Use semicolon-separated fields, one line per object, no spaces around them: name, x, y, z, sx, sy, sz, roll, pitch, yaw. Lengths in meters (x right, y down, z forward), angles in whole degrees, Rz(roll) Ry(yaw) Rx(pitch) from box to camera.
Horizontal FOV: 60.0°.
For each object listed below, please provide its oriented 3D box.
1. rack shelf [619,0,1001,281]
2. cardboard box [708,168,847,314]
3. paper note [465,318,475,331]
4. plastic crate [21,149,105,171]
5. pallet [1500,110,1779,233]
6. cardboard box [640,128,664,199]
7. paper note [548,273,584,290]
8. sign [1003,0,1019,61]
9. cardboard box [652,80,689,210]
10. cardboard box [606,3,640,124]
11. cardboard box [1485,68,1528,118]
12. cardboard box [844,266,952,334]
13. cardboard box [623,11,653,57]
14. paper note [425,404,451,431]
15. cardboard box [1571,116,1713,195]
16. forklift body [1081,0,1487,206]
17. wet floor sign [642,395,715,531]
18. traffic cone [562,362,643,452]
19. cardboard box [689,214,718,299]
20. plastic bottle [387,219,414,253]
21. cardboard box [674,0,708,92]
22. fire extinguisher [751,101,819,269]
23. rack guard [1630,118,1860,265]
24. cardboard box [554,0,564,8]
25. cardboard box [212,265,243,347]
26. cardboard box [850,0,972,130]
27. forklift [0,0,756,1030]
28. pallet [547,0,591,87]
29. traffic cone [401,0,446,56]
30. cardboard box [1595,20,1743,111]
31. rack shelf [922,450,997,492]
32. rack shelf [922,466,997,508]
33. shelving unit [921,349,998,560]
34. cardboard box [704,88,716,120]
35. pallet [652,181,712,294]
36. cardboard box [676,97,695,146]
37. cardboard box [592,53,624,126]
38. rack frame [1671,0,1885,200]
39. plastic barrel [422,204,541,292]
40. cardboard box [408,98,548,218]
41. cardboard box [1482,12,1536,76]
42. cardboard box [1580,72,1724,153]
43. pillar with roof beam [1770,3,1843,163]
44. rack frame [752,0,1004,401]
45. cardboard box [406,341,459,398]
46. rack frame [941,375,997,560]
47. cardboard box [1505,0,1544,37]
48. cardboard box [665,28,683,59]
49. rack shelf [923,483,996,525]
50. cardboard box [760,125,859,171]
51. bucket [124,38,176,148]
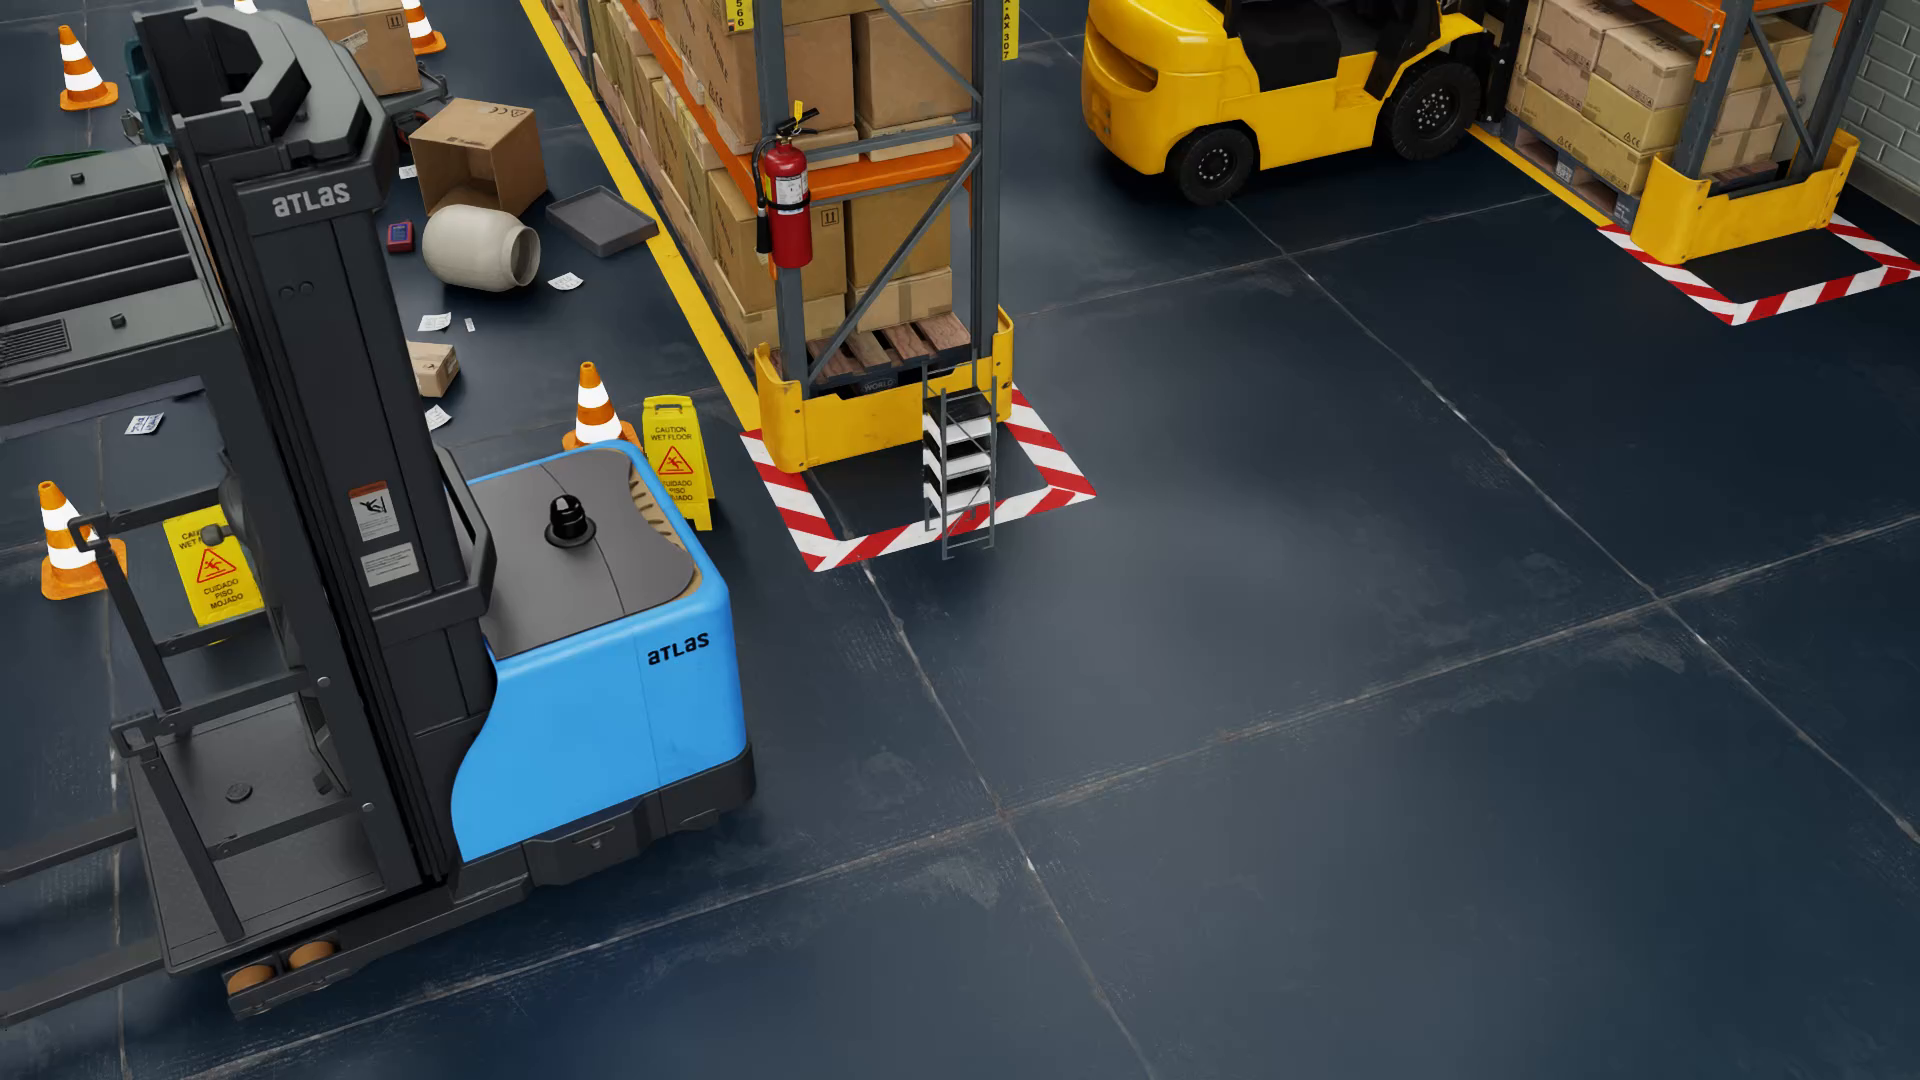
rack shelf;-1.076;-2.564;8.483;1.077;0.370;4.000;-15;43;-17
cardboard box;-0.858;-1.451;7.848;0.500;0.500;0.500;-15;43;-17
paper note;-2.513;-1.104;8.526;0.032;0.001;0.123;-15;43;-17
plastic crate;-5.099;-1.924;9.299;0.450;0.188;0.662;-3;40;12
pallet;3.942;-2.266;9.723;1.003;0.211;1.213;-15;43;-17
cardboard box;-1.445;-2.098;9.176;0.500;0.250;0.500;-16;43;-17
paper note;-2.090;-1.374;8.825;0.142;0.019;0.148;-31;49;-31
sign;0.190;-2.096;6.723;0.100;0.325;0.005;-15;43;-17
cardboard box;-1.248;-2.070;8.568;0.500;0.500;0.500;-16;43;-18
cardboard box;-1.649;-2.700;9.301;0.500;0.500;0.500;-13;42;-15
cardboard box;3.437;-2.799;9.991;0.500;0.250;0.500;-15;43;-16
cardboard box;-0.364;-1.304;8.252;0.500;0.250;0.500;-15;43;-17
cardboard box;-1.569;-2.705;8.809;0.380;0.149;0.250;-13;42;-14
paper note;-2.512;-0.579;7.900;0.148;0.019;0.142;-31;49;-31
cardboard box;3.802;-2.194;9.287;0.500;0.250;0.500;-15;43;-17
forklift body;1.863;-3.238;9.366;2.313;2.155;1.214;-15;43;-17
wet floor sign;-1.227;-0.358;7.171;0.267;0.644;0.232;-2;41;-2
traffic cone;-1.667;-0.607;7.601;0.336;0.463;0.334;-15;43;-17
cardboard box;-1.060;-1.483;8.460;0.500;0.250;0.500;-15;43;-17
plastic bottle;-3.080;-1.682;9.159;0.133;0.061;0.283;-8;41;-9
cardboard box;-0.960;-2.344;7.370;0.500;0.500;0.500;-15;43;-17
fire extinguisher;-0.693;-1.419;6.659;0.296;0.674;0.183;-15;43;-17
rack guard;4.283;-1.910;9.088;1.175;0.500;0.348;-15;43;-17
cardboard box;-2.322;-3.952;11.239;0.950;0.372;0.625;-13;42;-14
cardboard box;-3.322;-1.112;8.157;0.637;0.503;0.797;19;44;20
cardboard box;-0.236;-2.137;7.130;0.500;0.500;0.500;-16;43;-18
forklift;-2.290;0.045;4.950;3.031;2.935;1.130;-19;44;-21
pallet;-2.141;-3.453;11.104;1.003;0.211;1.213;-15;43;-17
traffic cone;-3.609;-3.478;10.939;0.336;0.463;0.334;-15;43;-17
cardboard box;3.809;-2.568;8.956;0.500;0.250;0.500;-14;43;-15
rack shelf;-0.003;-0.321;6.984;0.258;0.077;0.200;-15;43;-17
rack shelf;-0.003;-0.253;7.043;0.258;0.077;0.200;-15;43;-17
shelving unit;-0.003;-0.346;6.962;0.258;0.900;0.210;-15;43;-17
cardboard box;-0.929;-1.993;7.460;0.380;0.149;0.250;-16;43;-18
pallet;-1.081;-1.853;9.242;1.003;0.211;1.213;-15;43;-17
cardboard box;-1.154;-2.053;8.051;0.380;0.149;0.250;-14;43;-16
cardboard box;-1.865;-2.736;9.917;0.500;0.250;0.500;-17;44;-19
rack frame;4.274;-2.873;8.290;1.000;3.000;0.127;-15;43;-17
plastic barrel;-2.500;-1.522;8.695;0.512;0.421;0.421;12;42;13
cardboard box;-2.688;-2.110;9.318;0.500;0.500;0.500;12;42;13
cardboard box;3.400;-3.005;9.847;0.500;0.250;0.500;-16;43;-18
cardboard box;3.799;-2.394;9.137;0.500;0.250;0.500;-16;43;-17
pillar with roof beam;0.863;-4.718;5.834;9.100;9.000;0.400;-15;43;-17
rack frame;-0.311;-1.632;6.847;1.000;3.000;0.127;-15;43;-17
cardboard box;-2.678;-0.836;8.109;0.380;0.149;0.250;5;41;6
rack frame;0.036;-0.285;6.891;0.240;0.900;0.006;-15;43;-17
cardboard box;3.406;-3.176;9.662;0.500;0.250;0.500;-15;43;-16
cardboard box;-1.206;-2.462;8.005;0.380;0.149;0.250;-16;43;-17
rack shelf;-0.003;-0.184;7.101;0.258;0.077;0.200;-15;43;-17
cardboard box;-0.651;-1.709;7.129;0.380;0.149;0.250;-14;43;-15
bucket;-4.194;-2.574;9.288;0.726;0.611;0.620;-2;31;-2
